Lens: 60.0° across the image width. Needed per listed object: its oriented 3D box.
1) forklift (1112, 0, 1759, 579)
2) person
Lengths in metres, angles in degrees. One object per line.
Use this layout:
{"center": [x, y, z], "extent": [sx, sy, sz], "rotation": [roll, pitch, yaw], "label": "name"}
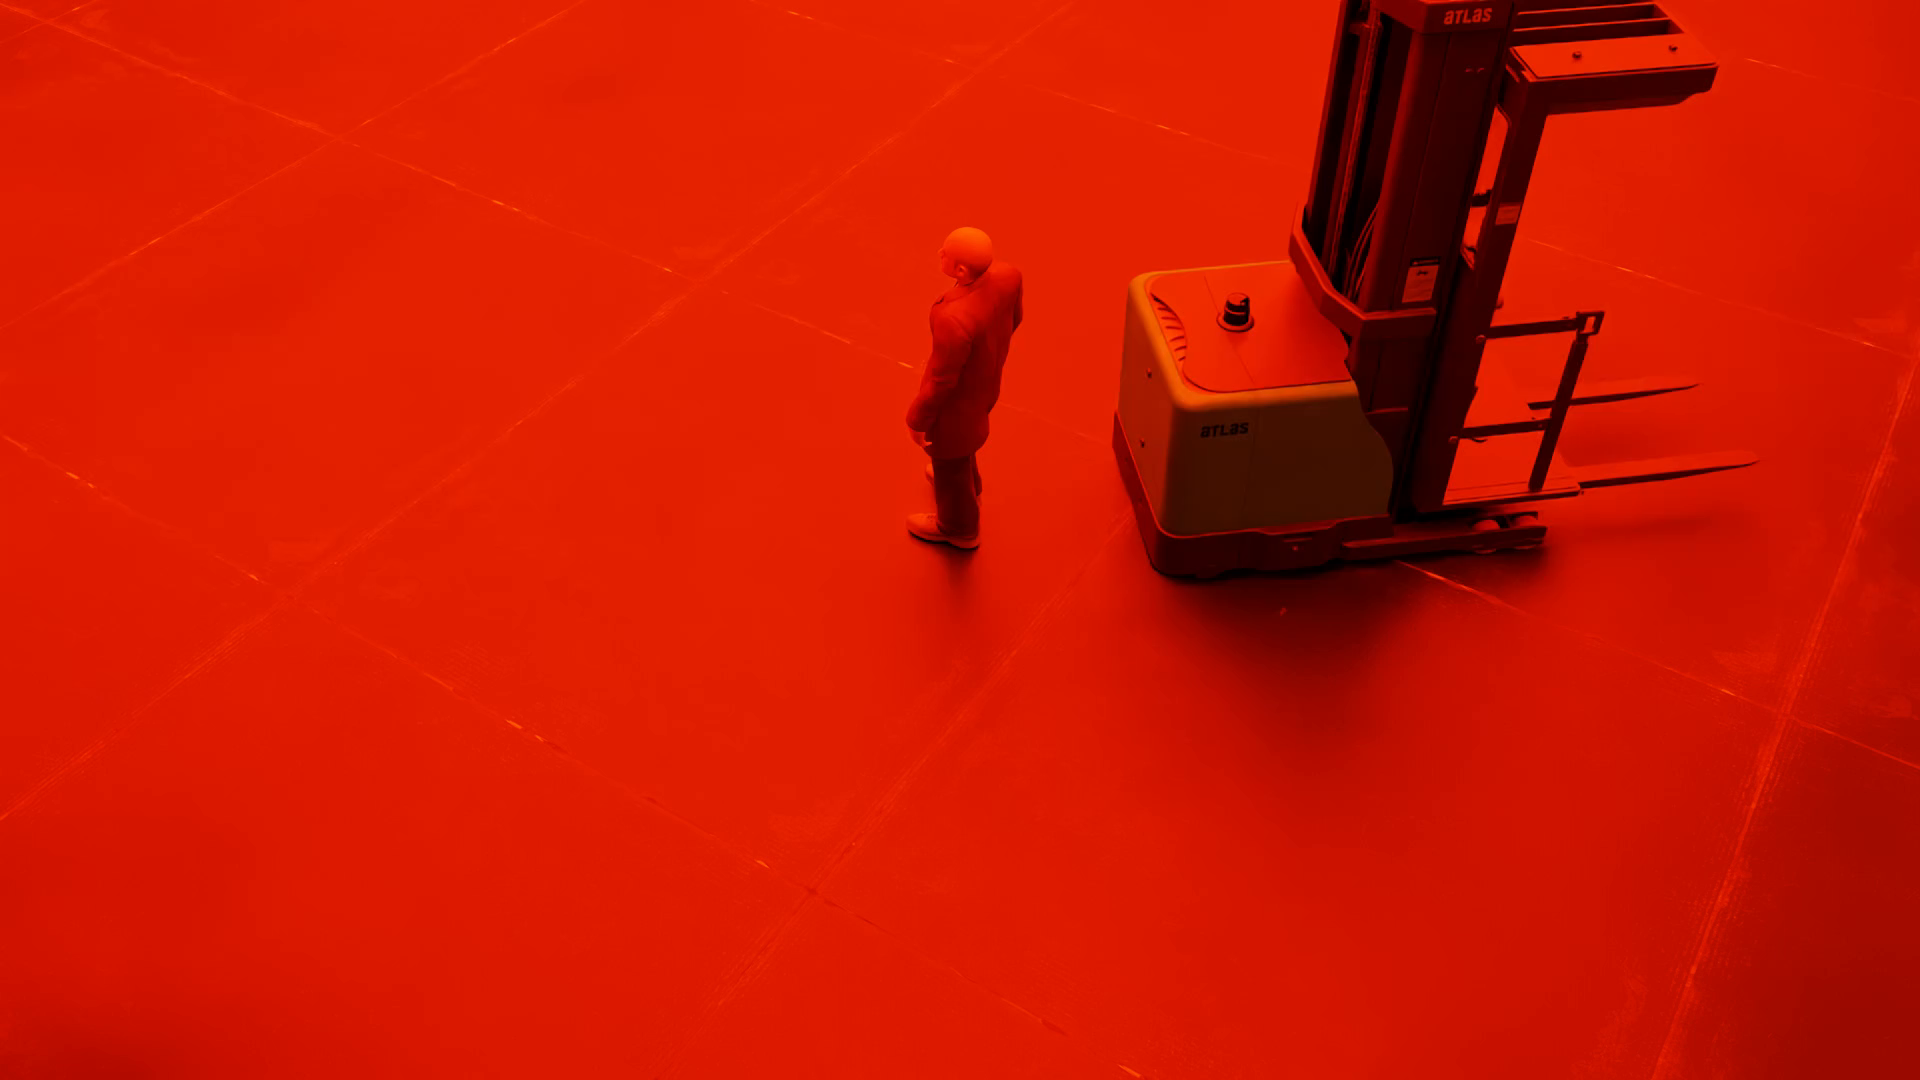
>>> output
{"center": [2.328, -1.353, 7.276], "extent": [3.031, 2.935, 1.130], "rotation": [-6, 44, -6], "label": "forklift"}
{"center": [-0.076, -0.687, 7.401], "extent": [0.580, 1.777, 0.698], "rotation": [24, 48, 23], "label": "person"}
